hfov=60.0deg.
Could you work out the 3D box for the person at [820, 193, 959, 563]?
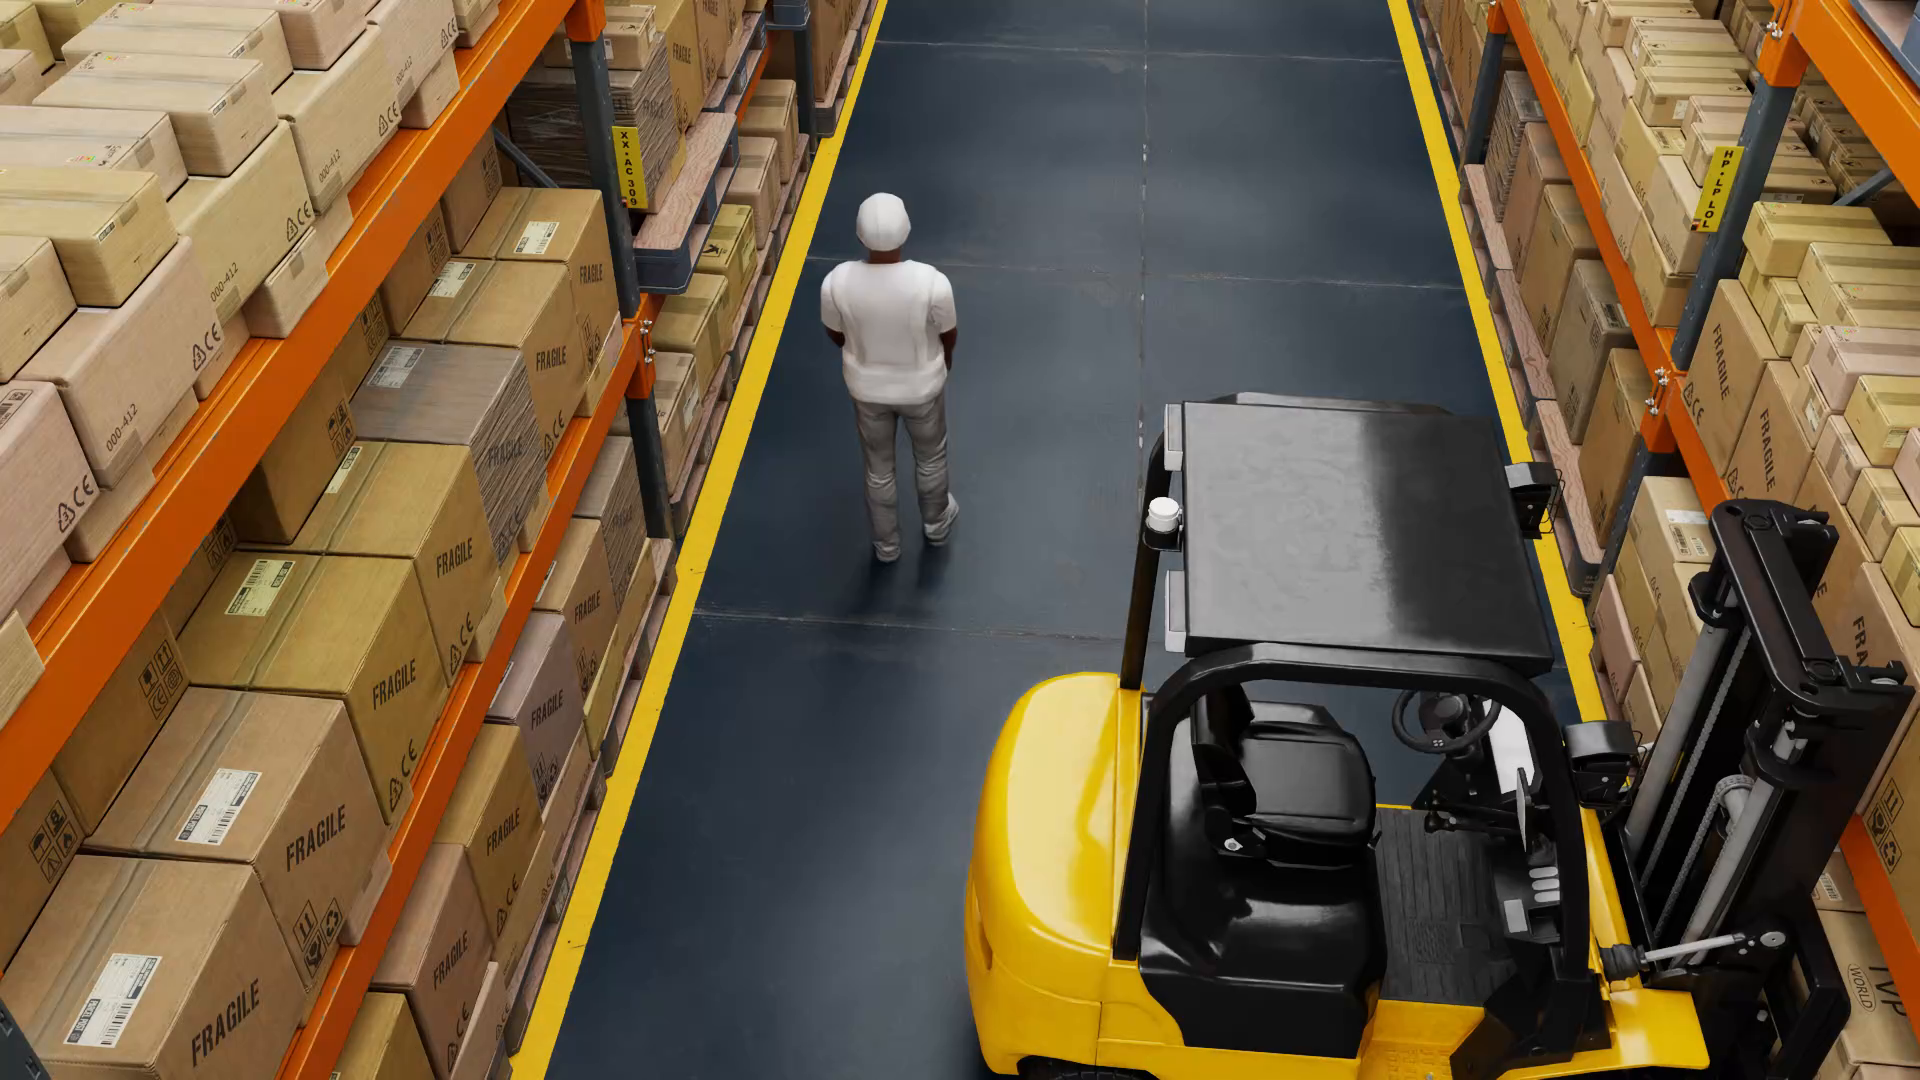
[{"bbox_3d":[-0.280,-0.703,6.966,0.552,1.771,0.538,3,40,3],"label":"person"}]
